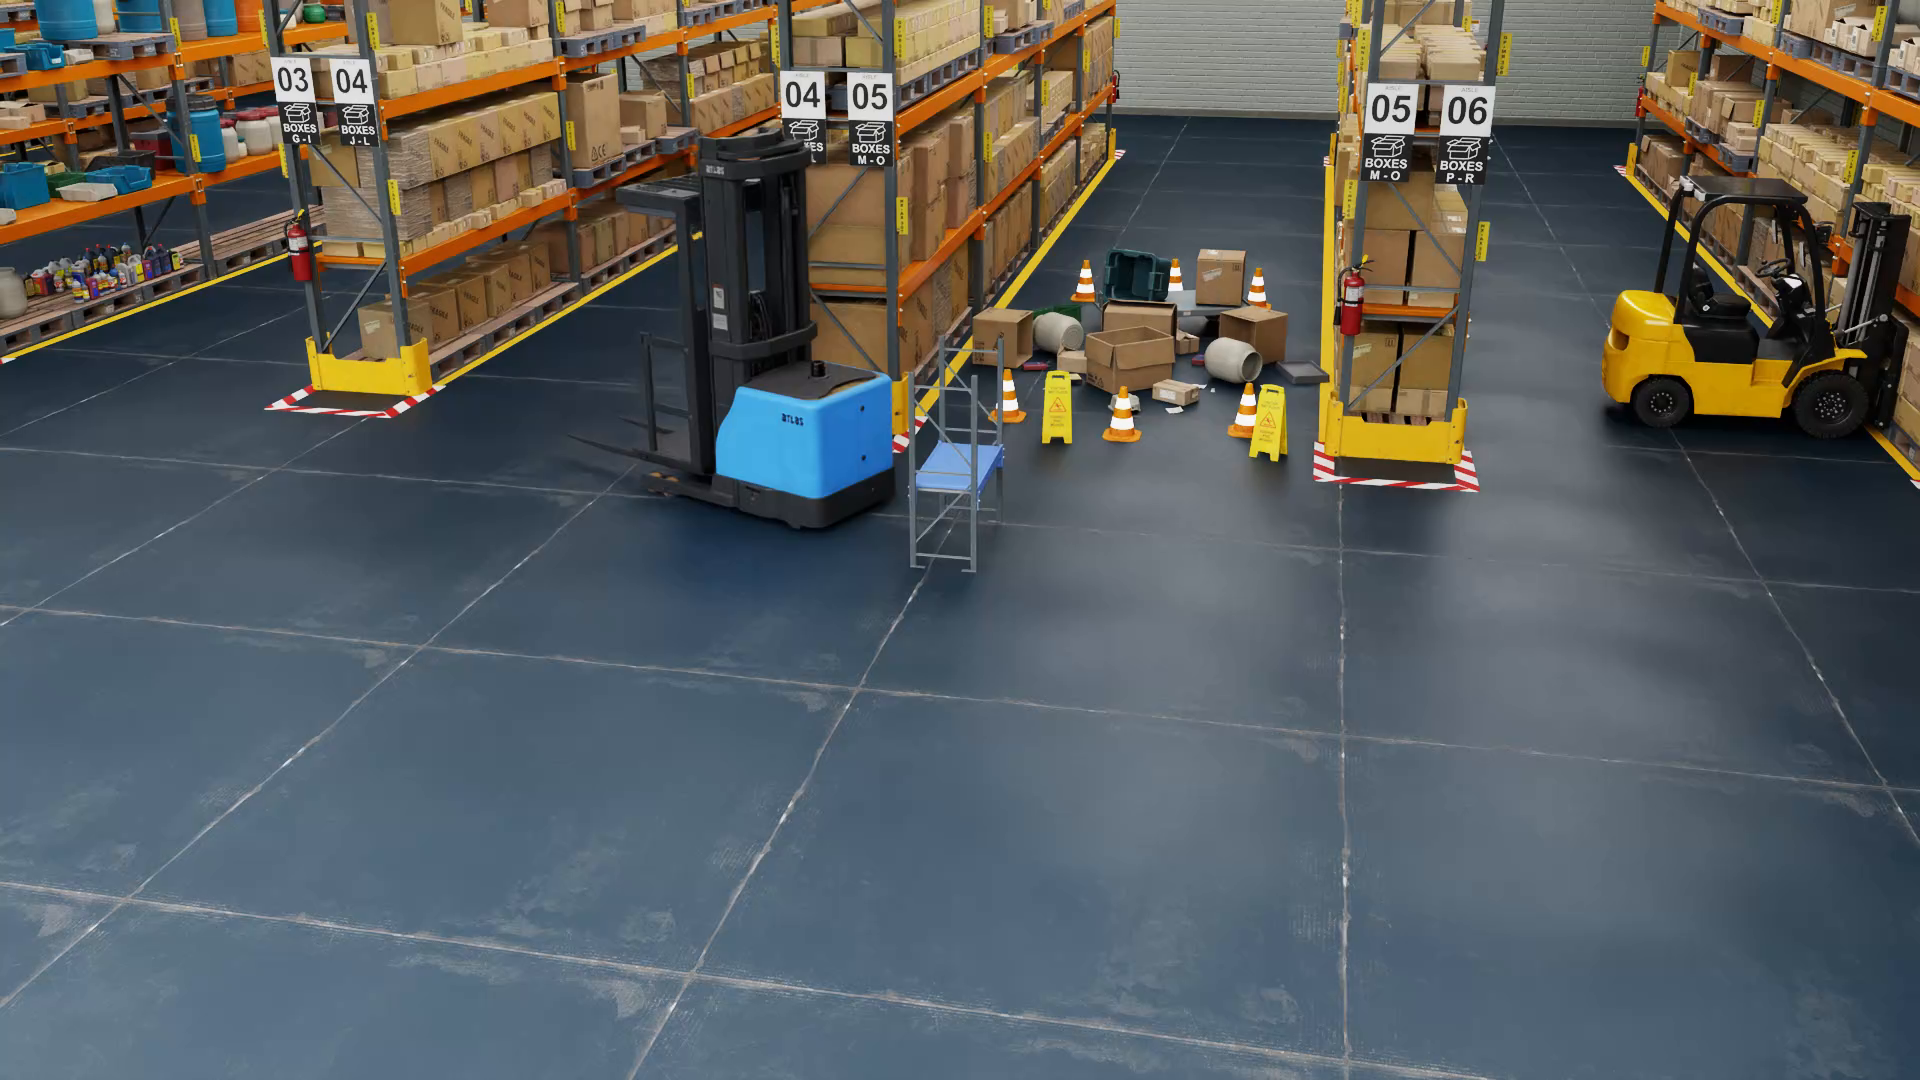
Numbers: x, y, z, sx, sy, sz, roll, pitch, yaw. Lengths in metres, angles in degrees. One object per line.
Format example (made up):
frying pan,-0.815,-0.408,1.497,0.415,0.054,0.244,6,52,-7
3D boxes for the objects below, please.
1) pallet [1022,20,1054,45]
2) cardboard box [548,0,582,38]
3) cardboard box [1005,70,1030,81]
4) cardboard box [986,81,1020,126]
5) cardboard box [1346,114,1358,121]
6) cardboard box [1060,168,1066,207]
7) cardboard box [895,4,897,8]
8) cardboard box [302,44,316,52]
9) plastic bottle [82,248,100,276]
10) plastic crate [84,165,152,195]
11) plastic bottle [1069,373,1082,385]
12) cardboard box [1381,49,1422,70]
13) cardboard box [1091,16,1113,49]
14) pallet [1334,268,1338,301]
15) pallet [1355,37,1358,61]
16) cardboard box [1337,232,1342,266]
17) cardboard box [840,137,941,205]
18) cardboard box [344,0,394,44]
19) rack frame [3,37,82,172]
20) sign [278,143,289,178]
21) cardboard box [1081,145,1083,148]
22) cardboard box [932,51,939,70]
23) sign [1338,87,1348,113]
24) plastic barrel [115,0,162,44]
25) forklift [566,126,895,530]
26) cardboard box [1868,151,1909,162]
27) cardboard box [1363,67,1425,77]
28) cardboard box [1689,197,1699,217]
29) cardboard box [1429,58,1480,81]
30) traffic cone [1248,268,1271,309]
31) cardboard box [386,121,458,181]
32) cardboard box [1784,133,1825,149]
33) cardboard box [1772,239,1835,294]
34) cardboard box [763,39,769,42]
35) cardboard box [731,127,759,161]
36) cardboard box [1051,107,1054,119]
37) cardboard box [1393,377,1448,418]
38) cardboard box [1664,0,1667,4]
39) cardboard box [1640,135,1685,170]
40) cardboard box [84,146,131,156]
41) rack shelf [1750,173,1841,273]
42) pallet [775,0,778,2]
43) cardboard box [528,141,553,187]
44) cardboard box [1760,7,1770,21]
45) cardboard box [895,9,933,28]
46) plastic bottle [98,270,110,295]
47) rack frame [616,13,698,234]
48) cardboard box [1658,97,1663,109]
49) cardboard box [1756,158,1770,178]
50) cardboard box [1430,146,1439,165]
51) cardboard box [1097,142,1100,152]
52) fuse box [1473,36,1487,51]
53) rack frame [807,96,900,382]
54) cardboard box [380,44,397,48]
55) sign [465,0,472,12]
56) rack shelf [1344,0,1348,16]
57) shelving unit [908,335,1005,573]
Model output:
pallet,0.501,-6.459,21.113,1.213,0.211,1.003,6,23,13
cardboard box,-4.878,-6.145,19.381,0.797,0.503,0.637,3,22,8
cardboard box,0.866,-7.103,25.452,0.380,0.149,0.250,6,23,14
cardboard box,0.377,-5.556,21.162,0.700,0.500,0.500,4,22,10
cardboard box,4.328,-4.095,17.136,0.700,0.500,0.500,4,22,10
cardboard box,1.278,-5.228,24.603,0.500,0.500,0.500,4,22,10
cardboard box,-0.849,-5.337,16.649,0.380,0.149,0.250,5,22,11
cardboard box,-12.354,-8.982,31.006,0.500,0.500,0.500,5,22,11
plastic bottle,-10.529,-3.367,20.156,0.144,0.351,0.185,4,22,9
plastic crate,-9.880,-4.230,19.540,0.499,0.251,0.616,4,22,11
plastic bottle,1.144,-1.635,16.831,0.133,0.061,0.283,-3,22,-8
cardboard box,3.821,-4.194,14.507,0.380,0.149,0.250,5,22,11
cardboard box,2.363,-8.782,28.774,0.500,0.500,0.500,4,22,10
pallet,5.035,-3.030,20.095,1.003,0.211,1.213,4,22,11
pallet,5.069,-5.493,18.713,1.213,0.211,1.003,4,22,11
cardboard box,5.179,-3.554,20.618,0.950,0.372,0.625,4,22,10
cardboard box,-0.669,-3.575,16.068,0.875,0.550,0.550,4,22,11
cardboard box,-5.819,-5.278,16.726,0.500,0.500,0.500,4,22,11
rack frame,-13.952,-6.566,25.142,1.000,3.000,0.127,4,22,11
sign,-6.426,-3.617,15.847,0.100,0.325,0.005,4,22,11
cardboard box,1.787,-6.309,26.960,0.380,0.149,0.250,4,22,10
cardboard box,-0.411,-4.547,15.755,0.380,0.149,0.250,4,22,11
sign,4.903,-5.632,21.274,0.100,0.325,0.005,4,22,11
plastic barrel,-10.028,-6.551,20.418,0.600,0.901,0.708,4,22,11
forklift,-2.025,-1.856,13.539,3.031,2.935,1.130,15,26,32
cardboard box,10.084,-4.136,18.106,0.380,0.149,0.250,4,22,11
cardboard box,3.772,-3.979,14.505,0.500,0.250,0.500,4,22,10
cardboard box,10.705,-4.820,23.591,0.500,0.500,0.500,4,22,10
cardboard box,4.086,-3.888,13.745,0.380,0.149,0.250,4,22,11
traffic cone,3.513,-2.975,19.621,0.336,0.463,0.334,4,22,11
cardboard box,-5.399,-3.895,16.639,0.500,0.500,0.500,4,22,11
cardboard box,9.832,-4.640,19.358,0.380,0.149,0.250,5,22,12
cardboard box,9.903,-3.058,19.047,0.875,0.625,0.625,4,22,9
cardboard box,-2.983,-8.024,27.561,0.500,0.500,0.500,4,22,11
cardboard box,-3.731,-5.919,25.818,1.225,0.875,0.875,4,22,9
cardboard box,1.138,-6.106,23.774,0.380,0.149,0.250,5,22,12
cardboard box,4.250,-1.322,15.239,0.500,0.250,0.500,4,22,10
cardboard box,11.646,-8.779,26.958,0.380,0.149,0.250,5,22,12
cardboard box,11.722,-6.423,27.567,0.797,0.503,0.637,4,22,9
cardboard box,-13.478,-5.947,26.363,0.500,0.500,0.500,4,22,9
rack shelf,9.899,-3.612,18.770,1.077,0.370,4.000,4,22,11
pallet,-3.261,-8.921,27.093,1.003,0.211,1.213,4,22,11
cardboard box,-5.223,-4.371,19.160,0.875,0.500,0.500,4,22,11
cardboard box,10.302,-6.614,20.912,0.380,0.149,0.250,4,22,11
cardboard box,-0.464,-4.824,15.375,0.380,0.149,0.250,4,22,10
plastic bottle,-9.971,-3.001,19.354,0.097,0.271,0.097,0,22,0
rack frame,-4.255,-5.810,23.264,1.000,3.000,0.127,4,22,11
cardboard box,11.292,-6.920,26.356,0.380,0.149,0.250,4,22,9
cardboard box,9.977,-4.464,20.123,0.500,0.250,0.500,5,22,11
cardboard box,5.007,-4.120,17.974,0.500,0.500,0.500,5,22,12
cardboard box,2.187,-6.735,28.418,0.380,0.149,0.250,5,22,12
fuse box,10.234,-9.233,33.488,0.539,1.711,0.414,4,22,11
rack frame,-1.052,-2.469,14.968,1.000,3.000,0.127,4,22,11
cardboard box,-5.819,-4.885,16.620,0.380,0.149,0.250,5,22,12
sign,-5.615,-6.202,19.003,0.100,0.325,0.005,4,22,11
rack shelf,6.671,-8.306,26.410,1.077,0.370,4.000,4,22,11
shelving unit,-0.017,-0.664,12.496,0.538,1.500,1.048,4,22,11
